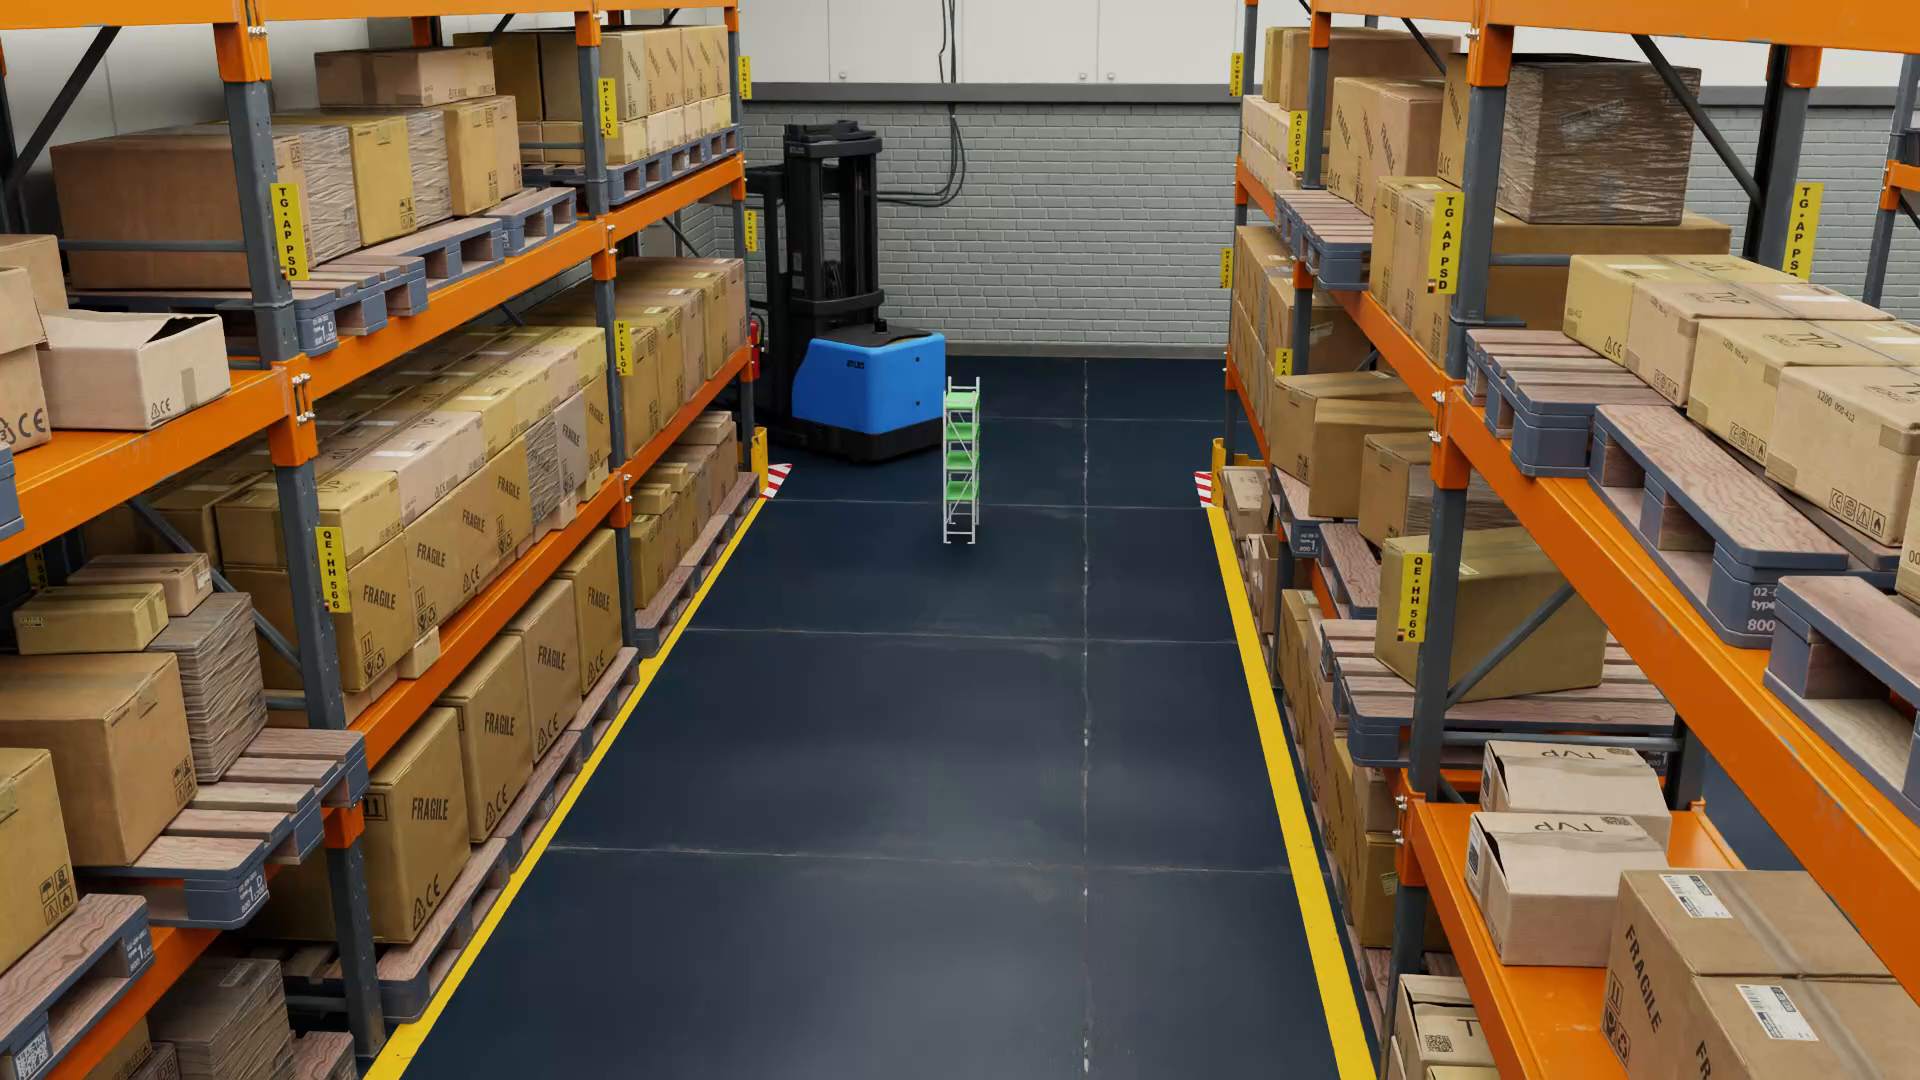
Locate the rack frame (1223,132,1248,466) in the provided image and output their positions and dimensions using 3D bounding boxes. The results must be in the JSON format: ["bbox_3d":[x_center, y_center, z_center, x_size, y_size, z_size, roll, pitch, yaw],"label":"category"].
[{"bbox_3d":[2.693,-1.762,13.483,1.000,3.000,0.127,1,18,4],"label":"rack frame"}]

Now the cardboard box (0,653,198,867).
[{"bbox_3d":[-2.859,0.677,5.173,0.700,0.500,0.500,0,18,-1],"label":"cardboard box"}]

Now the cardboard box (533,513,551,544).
[{"bbox_3d":[-2.379,-0.092,8.757,0.380,0.149,0.250,1,18,4],"label":"cardboard box"}]

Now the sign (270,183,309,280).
[{"bbox_3d":[-2.281,-1.045,5.648,0.100,0.325,0.005,1,18,4],"label":"sign"}]

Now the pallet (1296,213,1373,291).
[{"bbox_3d":[2.218,-1.333,7.658,1.213,0.211,1.003,1,18,4],"label":"pallet"}]

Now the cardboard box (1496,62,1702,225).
[{"bbox_3d":[2.157,-1.361,5.675,0.500,0.500,0.500,1,18,4],"label":"cardboard box"}]

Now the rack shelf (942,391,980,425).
[{"bbox_3d":[0.012,-1.017,12.764,0.258,0.148,0.480,1,18,4],"label":"rack shelf"}]

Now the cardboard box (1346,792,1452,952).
[{"bbox_3d":[1.952,1.406,7.124,0.500,0.500,0.500,2,18,6],"label":"cardboard box"}]

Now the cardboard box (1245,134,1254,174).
[{"bbox_3d":[2.354,-2.807,12.097,0.500,0.250,0.500,1,18,4],"label":"cardboard box"}]

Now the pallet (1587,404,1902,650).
[{"bbox_3d":[2.083,-0.053,3.753,1.003,0.211,1.213,2,18,6],"label":"pallet"}]

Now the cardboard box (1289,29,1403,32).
[{"bbox_3d":[2.623,-3.239,11.408,0.700,0.500,0.500,1,18,4],"label":"cardboard box"}]

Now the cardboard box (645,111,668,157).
[{"bbox_3d":[-2.172,-2.597,10.620,0.500,0.250,0.500,1,18,3],"label":"cardboard box"}]

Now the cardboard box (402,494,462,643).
[{"bbox_3d":[-2.485,0.107,7.108,0.500,0.500,0.500,2,18,6],"label":"cardboard box"}]

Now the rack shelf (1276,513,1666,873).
[{"bbox_3d":[2.263,0.443,7.908,1.077,0.370,4.000,1,18,4],"label":"rack shelf"}]

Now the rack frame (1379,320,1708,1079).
[{"bbox_3d":[2.119,0.723,5.901,1.000,3.000,0.127,1,18,4],"label":"rack frame"}]

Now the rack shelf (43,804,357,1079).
[{"bbox_3d":[-2.965,1.576,4.451,1.077,0.370,4.000,1,18,4],"label":"rack shelf"}]

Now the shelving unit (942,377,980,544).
[{"bbox_3d":[0.012,-0.622,12.893,0.258,1.200,0.503,1,18,4],"label":"shelving unit"}]

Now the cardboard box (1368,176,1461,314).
[{"bbox_3d":[2.191,-1.207,6.810,0.910,0.500,0.500,1,18,4],"label":"cardboard box"}]

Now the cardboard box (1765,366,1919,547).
[{"bbox_3d":[2.031,-0.181,3.408,0.500,0.250,0.500,0,18,-1],"label":"cardboard box"}]

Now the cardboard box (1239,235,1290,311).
[{"bbox_3d":[2.368,-1.990,12.413,0.500,0.500,0.500,1,18,4],"label":"cardboard box"}]

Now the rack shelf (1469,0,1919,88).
[{"bbox_3d":[1.976,-0.975,3.245,1.077,0.370,4.000,1,18,4],"label":"rack shelf"}]

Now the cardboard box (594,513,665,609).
[{"bbox_3d":[-2.379,0.129,11.052,0.700,0.500,0.500,2,18,5],"label":"cardboard box"}]

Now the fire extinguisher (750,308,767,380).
[{"bbox_3d":[-1.777,-1.694,13.999,0.296,0.674,0.183,1,18,4],"label":"fire extinguisher"}]

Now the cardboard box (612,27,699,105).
[{"bbox_3d":[-2.104,-3.278,11.495,0.500,0.500,0.500,0,18,1],"label":"cardboard box"}]

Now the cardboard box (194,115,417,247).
[{"bbox_3d":[-2.806,-1.558,7.176,0.700,0.500,0.500,2,18,7],"label":"cardboard box"}]

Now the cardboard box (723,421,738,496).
[{"bbox_3d":[-2.199,-0.664,13.471,0.700,0.500,0.500,1,18,4],"label":"cardboard box"}]

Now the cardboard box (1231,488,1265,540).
[{"bbox_3d":[2.299,-0.191,12.399,0.500,0.250,0.500,1,18,4],"label":"cardboard box"}]

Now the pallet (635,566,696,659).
[{"bbox_3d":[-2.403,0.462,11.176,1.003,0.211,1.213,1,18,4],"label":"pallet"}]

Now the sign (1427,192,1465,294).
[{"bbox_3d":[1.578,-0.961,5.392,0.100,0.325,0.005,1,18,4],"label":"sign"}]

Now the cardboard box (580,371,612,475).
[{"bbox_3d":[-2.317,-0.679,9.506,0.500,0.500,0.500,1,18,3],"label":"cardboard box"}]

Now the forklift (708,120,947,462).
[{"bbox_3d":[-1.568,-2.453,15.703,3.031,2.935,1.130,15,23,38],"label":"forklift"}]

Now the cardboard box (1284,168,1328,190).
[{"bbox_3d":[2.176,-2.031,9.727,0.500,0.250,0.500,1,18,4],"label":"cardboard box"}]

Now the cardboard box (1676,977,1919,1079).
[{"bbox_3d":[1.978,1.360,3.795,0.500,0.500,0.500,1,18,4],"label":"cardboard box"}]

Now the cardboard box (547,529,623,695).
[{"bbox_3d":[-2.452,0.398,9.670,0.750,0.750,0.750,1,18,5],"label":"cardboard box"}]

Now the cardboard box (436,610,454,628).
[{"bbox_3d":[-2.532,0.306,7.545,0.380,0.149,0.250,2,18,5],"label":"cardboard box"}]

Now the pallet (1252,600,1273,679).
[{"bbox_3d":[2.456,0.592,10.777,1.003,0.211,1.213,1,18,4],"label":"pallet"}]

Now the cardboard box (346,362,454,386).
[{"bbox_3d":[-2.890,-0.728,8.454,0.500,0.250,0.500,1,18,2],"label":"cardboard box"}]

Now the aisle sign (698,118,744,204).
[{"bbox_3d":[-1.944,-3.123,13.460,0.394,0.787,0.004,1,18,4],"label":"aisle sign"}]

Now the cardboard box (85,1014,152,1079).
[{"bbox_3d":[-2.925,1.636,5.217,0.500,0.250,0.500,2,18,5],"label":"cardboard box"}]

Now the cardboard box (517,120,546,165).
[{"bbox_3d":[-2.720,-2.448,10.166,0.500,0.250,0.500,1,18,4],"label":"cardboard box"}]

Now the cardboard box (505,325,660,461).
[{"bbox_3d":[-2.480,-0.940,10.492,0.980,0.700,0.700,2,18,5],"label":"cardboard box"}]

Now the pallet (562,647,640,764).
[{"bbox_3d":[-2.515,0.937,9.724,1.003,0.211,1.213,1,18,4],"label":"pallet"}]

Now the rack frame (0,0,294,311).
[{"bbox_3d":[-2.822,-2.238,5.300,1.000,3.000,0.127,1,18,4],"label":"rack frame"}]

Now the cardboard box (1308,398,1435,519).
[{"bbox_3d":[2.163,-0.410,8.521,0.700,0.500,0.500,4,19,13],"label":"cardboard box"}]

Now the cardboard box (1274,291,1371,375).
[{"bbox_3d":[2.184,-1.205,10.018,0.500,0.500,0.500,1,18,4],"label":"cardboard box"}]

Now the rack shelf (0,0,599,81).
[{"bbox_3d":[-2.678,-2.327,7.370,1.077,0.370,4.000,1,18,4],"label":"rack shelf"}]

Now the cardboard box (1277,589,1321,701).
[{"bbox_3d":[2.128,0.604,9.571,0.500,0.500,0.500,0,18,1],"label":"cardboard box"}]

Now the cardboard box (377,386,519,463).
[{"bbox_3d":[-2.432,-0.558,7.934,0.500,0.250,0.500,1,18,3],"label":"cardboard box"}]

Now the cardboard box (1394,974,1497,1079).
[{"bbox_3d":[1.789,1.719,5.700,0.500,0.311,0.500,2,18,6],"label":"cardboard box"}]

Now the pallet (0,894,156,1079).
[{"bbox_3d":[-2.923,1.320,4.385,1.003,0.211,1.213,1,18,4],"label":"pallet"}]

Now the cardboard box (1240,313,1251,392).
[{"bbox_3d":[2.327,-1.361,12.100,0.500,0.500,0.500,1,18,4],"label":"cardboard box"}]

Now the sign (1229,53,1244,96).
[{"bbox_3d":[2.152,-3.615,12.917,0.100,0.325,0.005,1,18,4],"label":"sign"}]

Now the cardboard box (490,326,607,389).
[{"bbox_3d":[-2.313,-1.033,9.384,0.500,0.250,0.500,2,18,5],"label":"cardboard box"}]

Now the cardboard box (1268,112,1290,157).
[{"bbox_3d":[2.247,-2.579,10.597,0.500,0.250,0.500,1,18,4],"label":"cardboard box"}]
